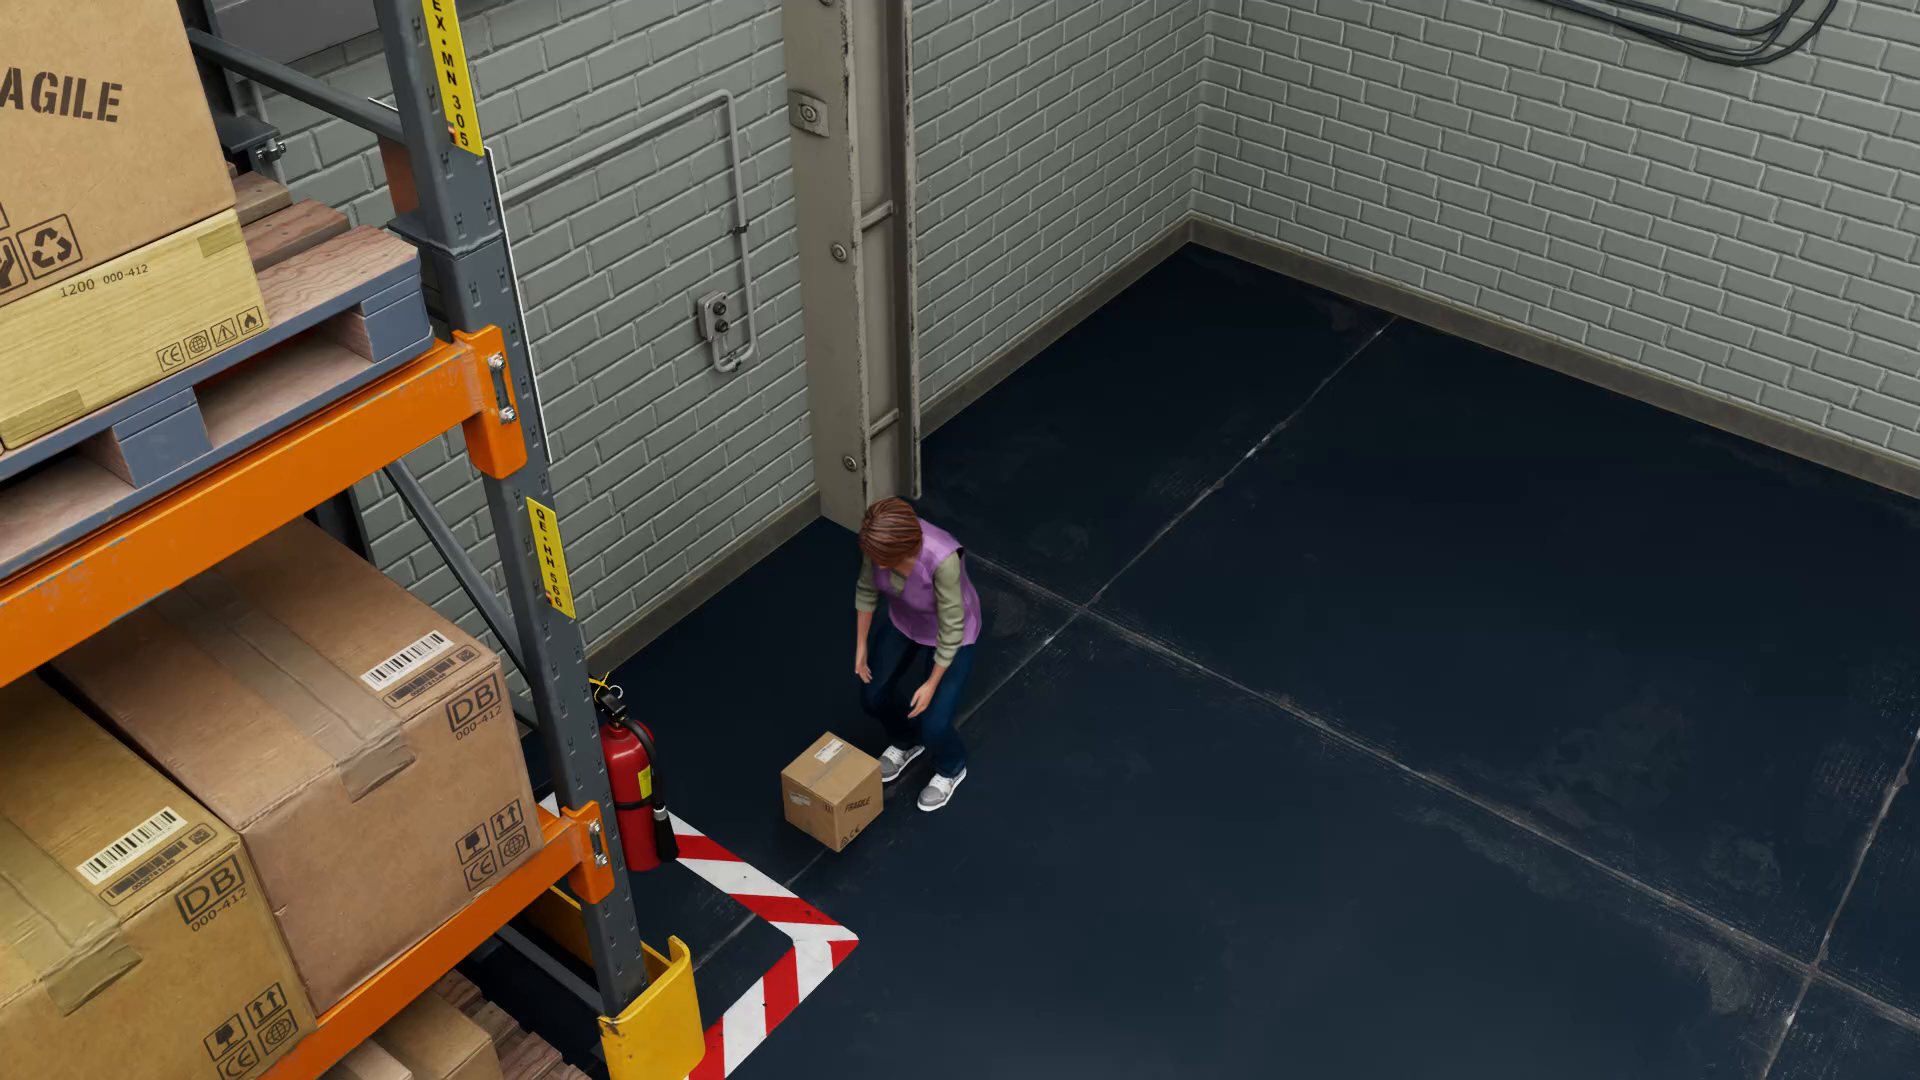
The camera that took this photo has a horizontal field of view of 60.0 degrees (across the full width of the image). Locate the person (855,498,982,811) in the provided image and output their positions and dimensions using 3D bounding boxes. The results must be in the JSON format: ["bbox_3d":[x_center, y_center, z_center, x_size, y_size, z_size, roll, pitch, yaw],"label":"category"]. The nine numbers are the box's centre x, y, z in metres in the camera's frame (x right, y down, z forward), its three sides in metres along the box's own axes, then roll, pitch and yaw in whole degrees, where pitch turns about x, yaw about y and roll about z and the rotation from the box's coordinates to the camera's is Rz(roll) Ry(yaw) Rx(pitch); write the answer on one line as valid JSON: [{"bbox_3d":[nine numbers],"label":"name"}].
[{"bbox_3d":[-0.138,0.371,5.841,0.454,1.444,0.540,27,46,29],"label":"person"}]
